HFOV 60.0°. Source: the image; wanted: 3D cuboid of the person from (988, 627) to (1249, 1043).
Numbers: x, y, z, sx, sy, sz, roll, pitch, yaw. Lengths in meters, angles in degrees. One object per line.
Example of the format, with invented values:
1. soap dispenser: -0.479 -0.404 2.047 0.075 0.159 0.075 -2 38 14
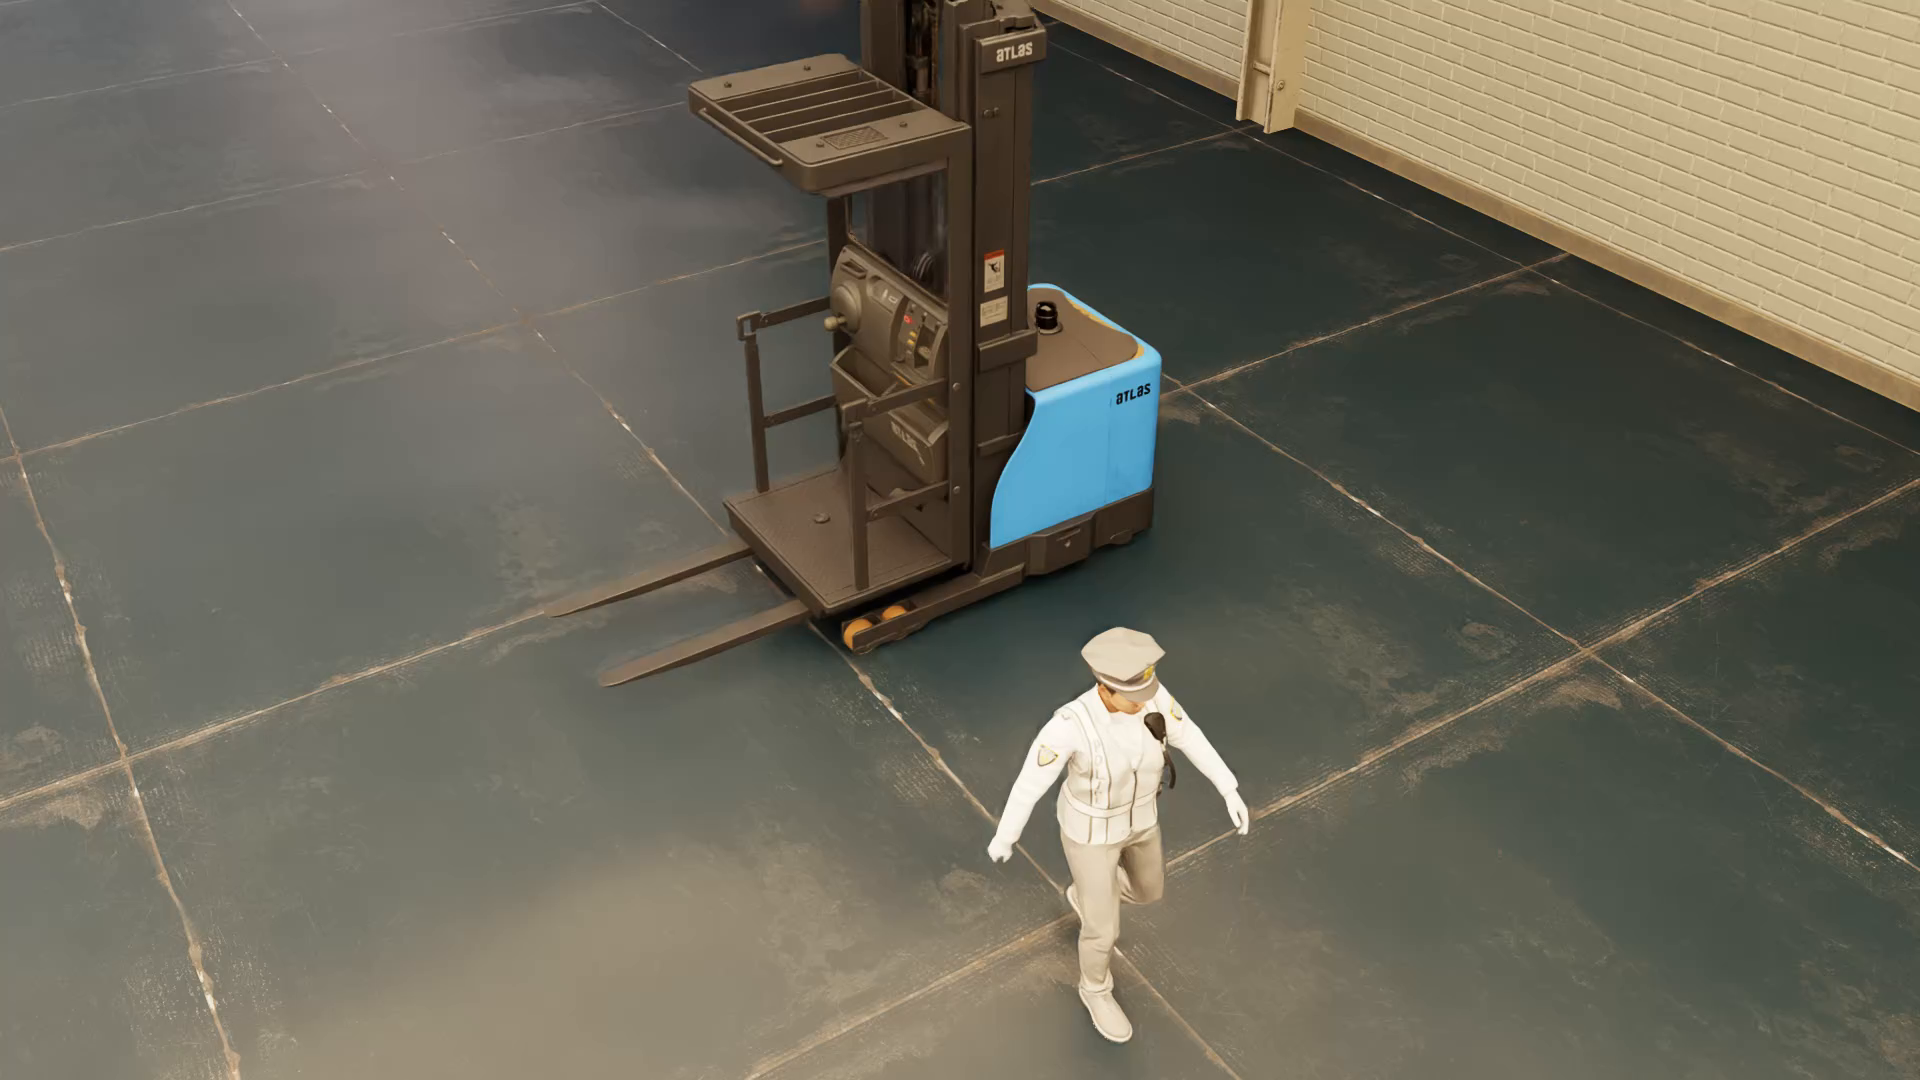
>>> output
1. person: 0.524 1.009 5.835 0.787 1.651 0.638 -21 40 -27

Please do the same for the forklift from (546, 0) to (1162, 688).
1. forklift: -0.507 -1.002 7.574 3.031 2.935 1.130 -21 40 -27
